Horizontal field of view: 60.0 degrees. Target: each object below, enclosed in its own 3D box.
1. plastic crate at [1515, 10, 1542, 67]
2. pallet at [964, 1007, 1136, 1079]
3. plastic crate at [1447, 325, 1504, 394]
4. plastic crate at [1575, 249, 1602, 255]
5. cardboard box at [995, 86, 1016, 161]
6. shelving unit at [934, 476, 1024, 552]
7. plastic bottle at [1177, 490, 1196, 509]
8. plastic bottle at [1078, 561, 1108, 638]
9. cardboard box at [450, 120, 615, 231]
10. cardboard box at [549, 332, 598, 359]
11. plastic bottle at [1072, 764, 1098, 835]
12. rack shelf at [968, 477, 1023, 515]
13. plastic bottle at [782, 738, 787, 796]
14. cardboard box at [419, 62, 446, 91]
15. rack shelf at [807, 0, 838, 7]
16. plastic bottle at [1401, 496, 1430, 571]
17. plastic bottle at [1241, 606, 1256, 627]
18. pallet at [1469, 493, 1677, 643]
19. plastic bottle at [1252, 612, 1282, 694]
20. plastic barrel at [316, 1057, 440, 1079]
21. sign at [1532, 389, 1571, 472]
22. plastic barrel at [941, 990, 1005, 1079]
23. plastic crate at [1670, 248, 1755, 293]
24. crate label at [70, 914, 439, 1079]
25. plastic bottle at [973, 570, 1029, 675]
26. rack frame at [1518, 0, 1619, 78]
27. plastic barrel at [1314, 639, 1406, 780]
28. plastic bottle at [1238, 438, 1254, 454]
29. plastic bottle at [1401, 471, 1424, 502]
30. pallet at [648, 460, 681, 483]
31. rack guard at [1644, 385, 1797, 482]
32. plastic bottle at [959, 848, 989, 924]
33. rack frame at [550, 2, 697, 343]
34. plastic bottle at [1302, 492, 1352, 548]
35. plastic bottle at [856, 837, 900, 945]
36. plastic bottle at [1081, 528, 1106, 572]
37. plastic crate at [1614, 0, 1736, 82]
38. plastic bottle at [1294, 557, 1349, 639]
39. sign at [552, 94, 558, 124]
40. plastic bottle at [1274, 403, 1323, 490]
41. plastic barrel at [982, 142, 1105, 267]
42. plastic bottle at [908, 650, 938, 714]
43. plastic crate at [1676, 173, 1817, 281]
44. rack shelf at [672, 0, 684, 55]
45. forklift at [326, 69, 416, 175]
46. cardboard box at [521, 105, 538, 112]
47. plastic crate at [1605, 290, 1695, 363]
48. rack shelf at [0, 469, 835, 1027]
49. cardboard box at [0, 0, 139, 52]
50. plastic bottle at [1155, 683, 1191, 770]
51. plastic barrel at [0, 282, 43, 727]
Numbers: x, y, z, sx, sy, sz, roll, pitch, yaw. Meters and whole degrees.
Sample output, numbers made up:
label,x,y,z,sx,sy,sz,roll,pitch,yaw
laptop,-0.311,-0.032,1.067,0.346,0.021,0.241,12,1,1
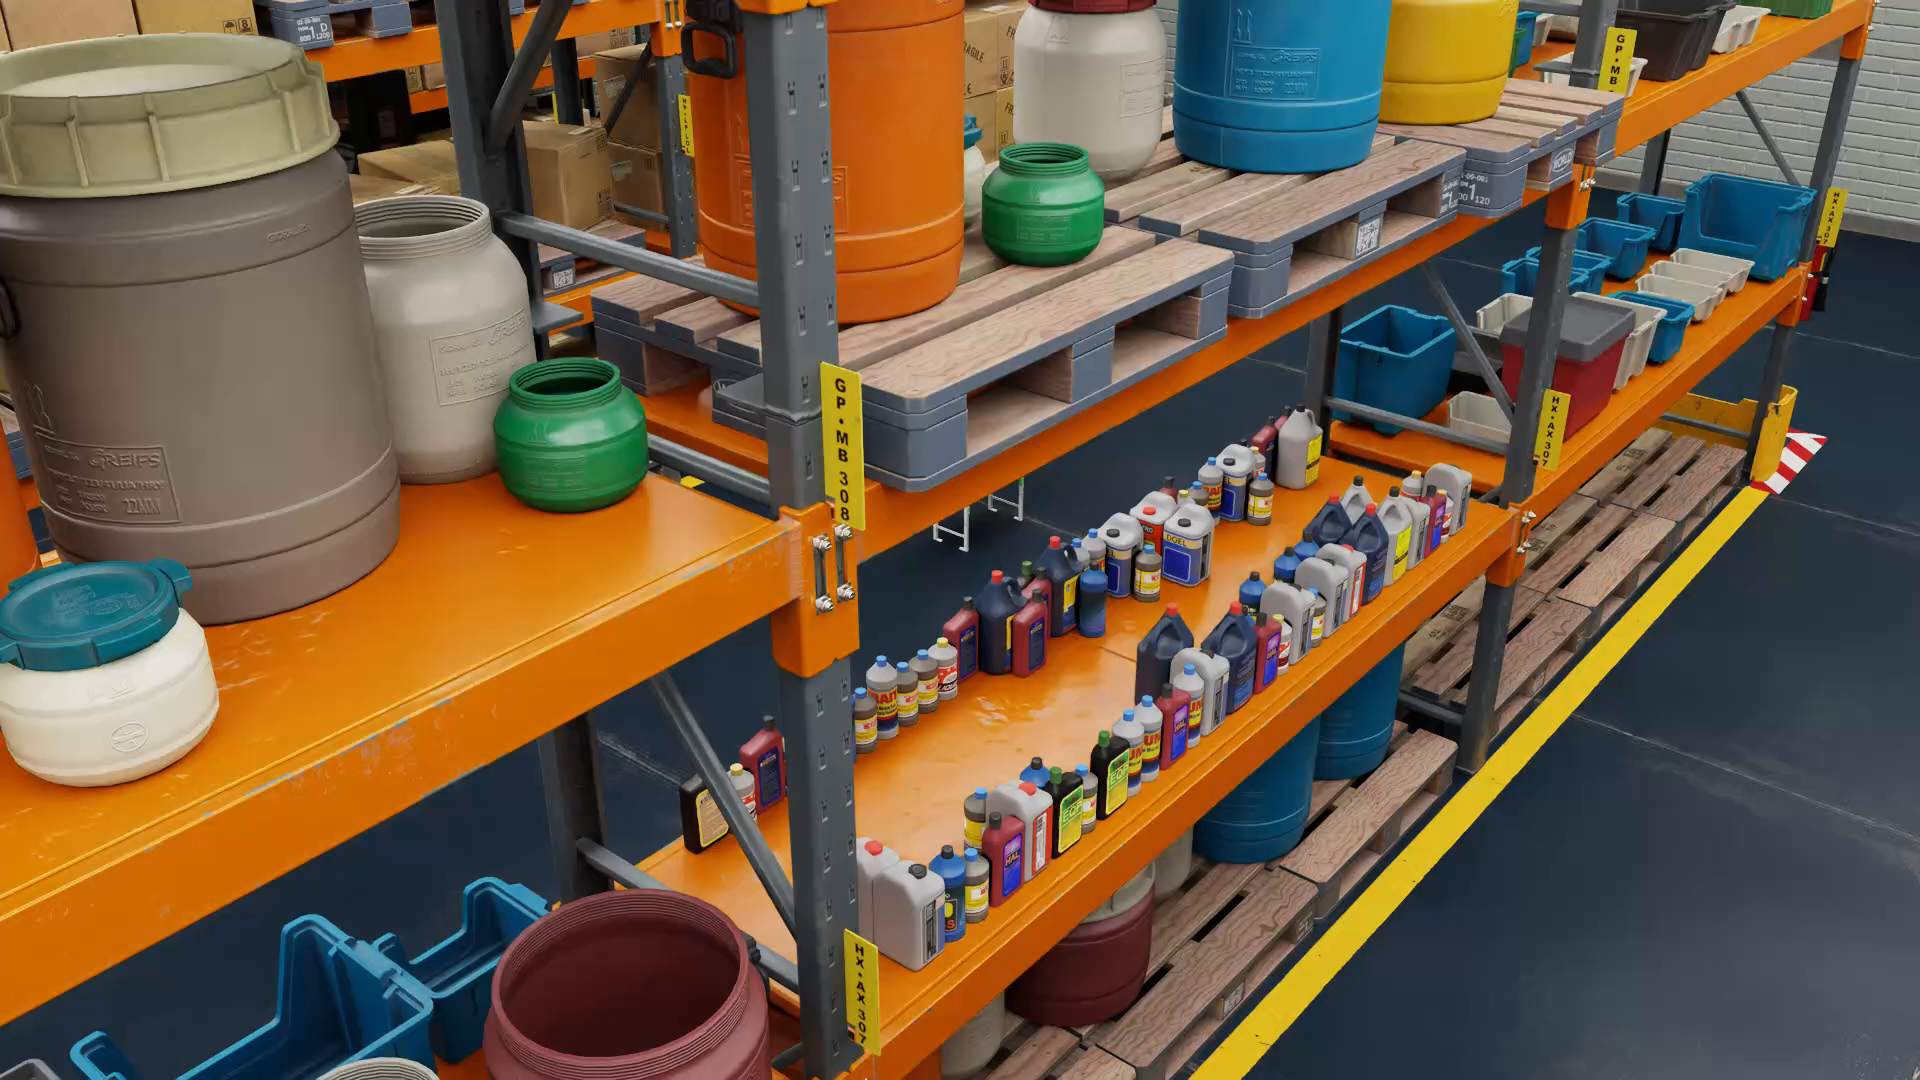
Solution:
label,x,y,z,sx,sy,sz,roll,pitch,yaw
plastic crate,2.225,-2.141,7.042,0.416,0.233,0.300,21,34,34
pallet,-0.183,1.898,5.351,1.003,0.211,1.213,21,34,34
plastic crate,2.397,-0.847,7.856,0.437,0.125,0.590,21,34,34
plastic crate,3.326,-1.473,9.055,0.250,0.136,0.298,21,34,34
cardboard box,0.214,-2.955,11.589,0.500,0.500,0.500,21,34,35
shelving unit,0.105,-0.592,9.088,0.258,1.200,0.503,21,34,34
plastic bottle,0.852,-0.094,6.384,0.097,0.201,0.097,0,27,0
plastic bottle,0.460,0.198,5.743,0.097,0.271,0.097,0,27,0
cardboard box,-2.402,-2.044,9.371,0.700,0.500,0.500,9,29,18
cardboard box,-2.423,-0.901,9.968,0.500,0.500,0.500,19,33,32
plastic bottle,0.346,0.736,4.779,0.097,0.201,0.097,0,27,0
rack shelf,0.105,-0.322,9.227,0.258,0.148,0.480,21,34,34
plastic bottle,-0.490,0.654,4.938,0.097,0.201,0.097,0,27,0
cardboard box,-4.471,-4.201,13.780,0.980,0.700,0.700,19,33,32
rack shelf,0.620,-1.925,4.396,1.077,0.370,4.000,21,34,34
plastic bottle,1.658,-0.048,6.214,0.152,0.276,0.135,21,34,34
plastic bottle,0.920,0.341,5.466,0.097,0.271,0.097,0,27,0
pallet,3.106,0.065,8.895,1.003,0.211,1.213,21,34,34
plastic bottle,0.993,0.353,5.431,0.061,0.283,0.133,21,34,34
plastic barrel,-1.142,1.329,3.295,0.421,0.512,0.421,0,27,0
sign,2.315,-0.428,6.512,0.100,0.325,0.005,21,34,34
plastic barrel,-0.064,1.465,5.404,0.421,0.512,0.421,0,27,0
plastic crate,4.057,-1.453,9.015,0.396,0.136,0.243,21,34,34
crate label,-1.493,1.209,3.610,0.502,0.435,0.616,21,34,34
plastic bottle,0.136,0.256,5.545,0.144,0.351,0.185,21,34,34
rack frame,1.892,-3.132,5.510,1.000,3.000,0.127,21,34,34
plastic barrel,1.533,0.466,6.911,0.600,0.901,0.708,21,34,34
plastic bottle,1.124,-0.276,6.660,0.097,0.271,0.097,0,27,0
plastic bottle,1.783,-0.174,6.539,0.097,0.201,0.097,0,27,0
pallet,-2.416,-0.378,9.751,1.003,0.211,1.213,21,34,34
rack guard,4.442,-0.787,10.228,1.175,0.500,0.348,21,34,34
plastic bottle,0.029,0.913,4.437,0.097,0.201,0.097,0,27,0
rack frame,-1.928,-1.916,9.689,1.000,3.000,0.127,21,34,34
plastic bottle,1.331,0.000,6.039,0.144,0.351,0.185,21,34,34
plastic bottle,-0.245,0.903,4.375,0.152,0.276,0.135,21,34,34
plastic bottle,0.472,0.087,5.958,0.097,0.271,0.097,0,27,0
plastic crate,2.894,-2.101,6.925,0.497,0.269,0.590,21,34,34
plastic bottle,1.252,0.178,5.776,0.152,0.276,0.135,21,34,34
sign,-2.351,-2.456,9.791,0.100,0.325,0.005,21,34,34
plastic bottle,1.392,-0.401,6.814,0.144,0.351,0.185,21,34,34
plastic barrel,0.199,-0.807,3.993,0.294,0.245,0.294,0,27,0
plastic bottle,-0.118,0.447,5.338,0.097,0.201,0.097,0,27,0
plastic crate,4.367,-1.754,9.273,0.616,0.435,0.499,21,34,34
rack shelf,-0.656,-3.638,10.536,1.077,0.370,4.000,21,34,34
forklift,-4.309,-2.366,10.634,1.130,2.935,3.031,22,35,36
cardboard box,-3.973,-3.791,14.870,0.380,0.149,0.250,21,34,35
plastic crate,3.328,-1.034,8.102,0.416,0.233,0.300,21,34,34
rack shelf,-1.924,0.648,2.252,1.077,0.370,4.000,21,34,34
cardboard box,-3.896,-2.220,6.903,0.910,0.500,0.500,21,34,34
plastic bottle,0.643,0.548,5.054,0.061,0.283,0.133,21,34,34
plastic barrel,-1.758,-0.112,2.470,0.600,0.830,0.708,21,34,34
